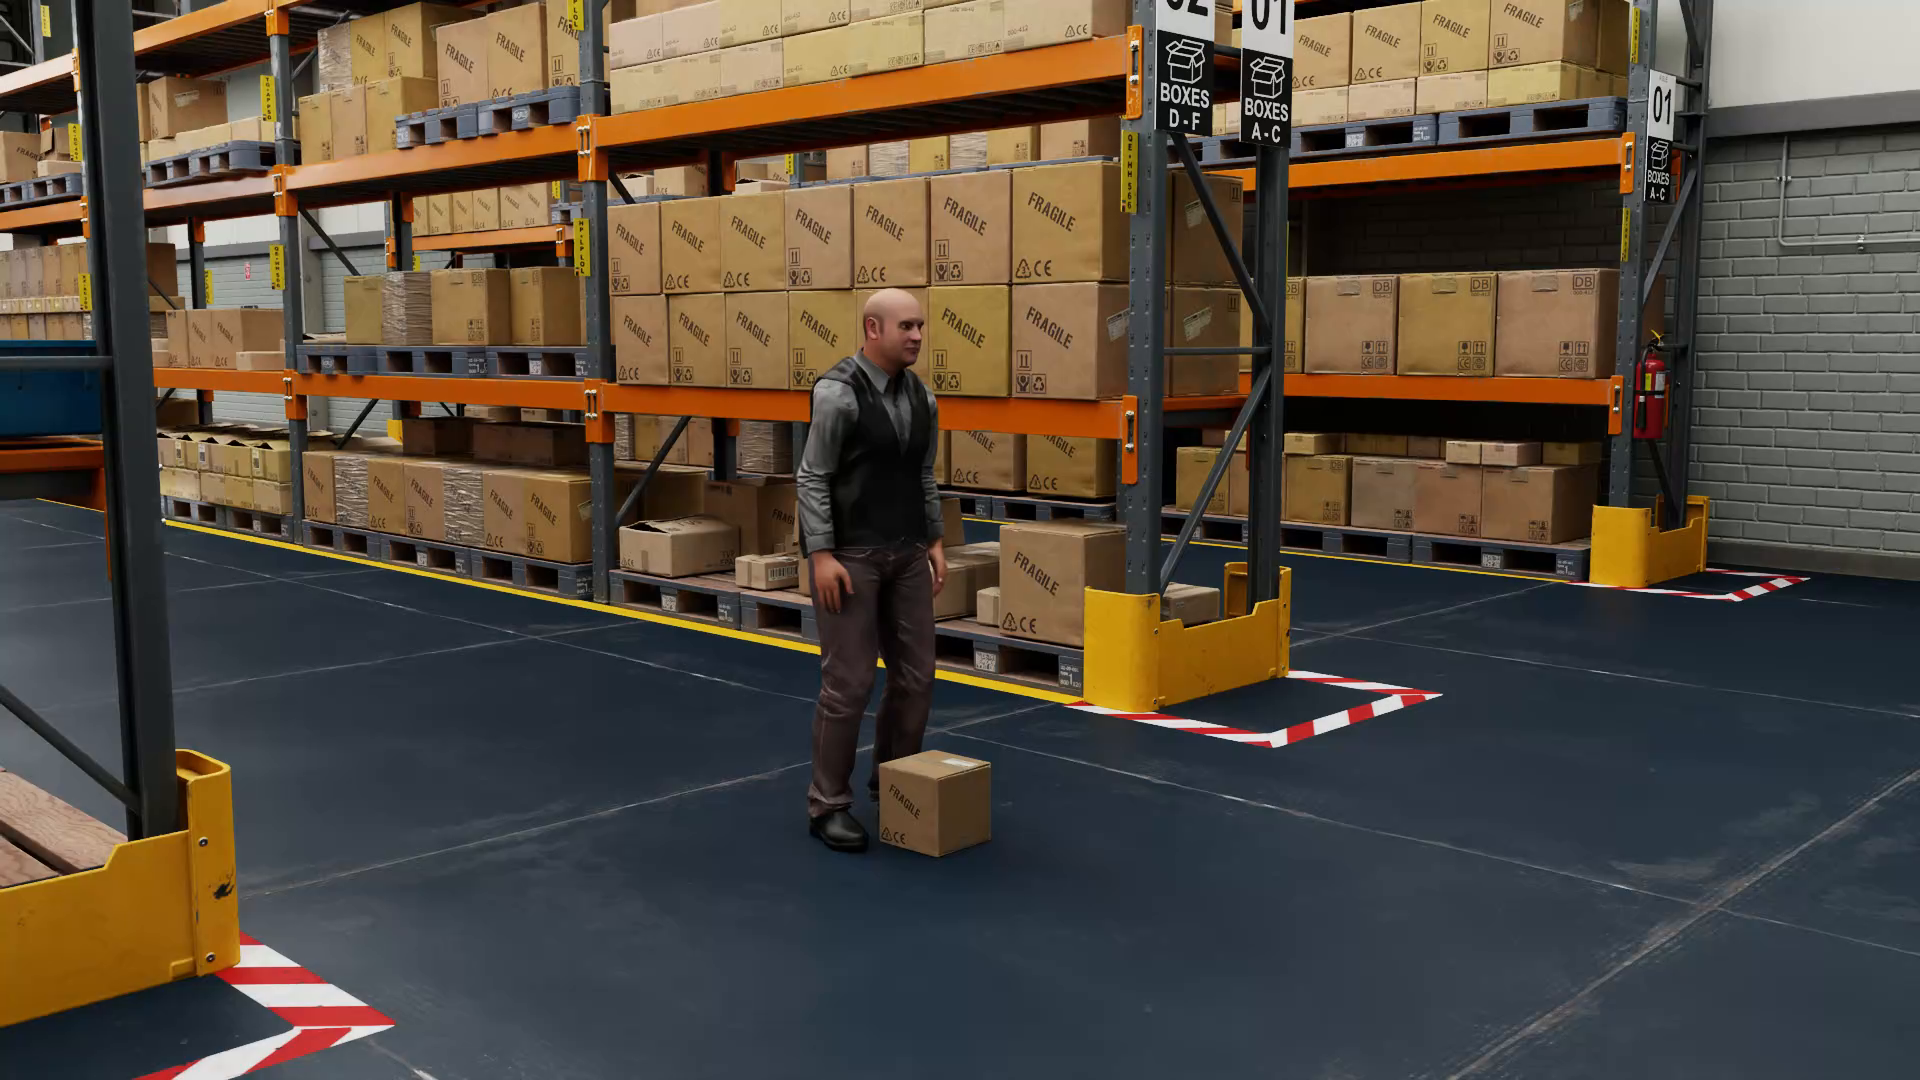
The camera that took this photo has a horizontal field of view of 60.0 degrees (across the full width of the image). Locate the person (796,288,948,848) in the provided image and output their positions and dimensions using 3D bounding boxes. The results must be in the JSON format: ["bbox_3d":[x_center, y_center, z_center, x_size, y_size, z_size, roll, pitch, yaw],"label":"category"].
[{"bbox_3d":[-0.264,0.069,5.285,0.462,1.721,0.588,6,9,42],"label":"person"}]
